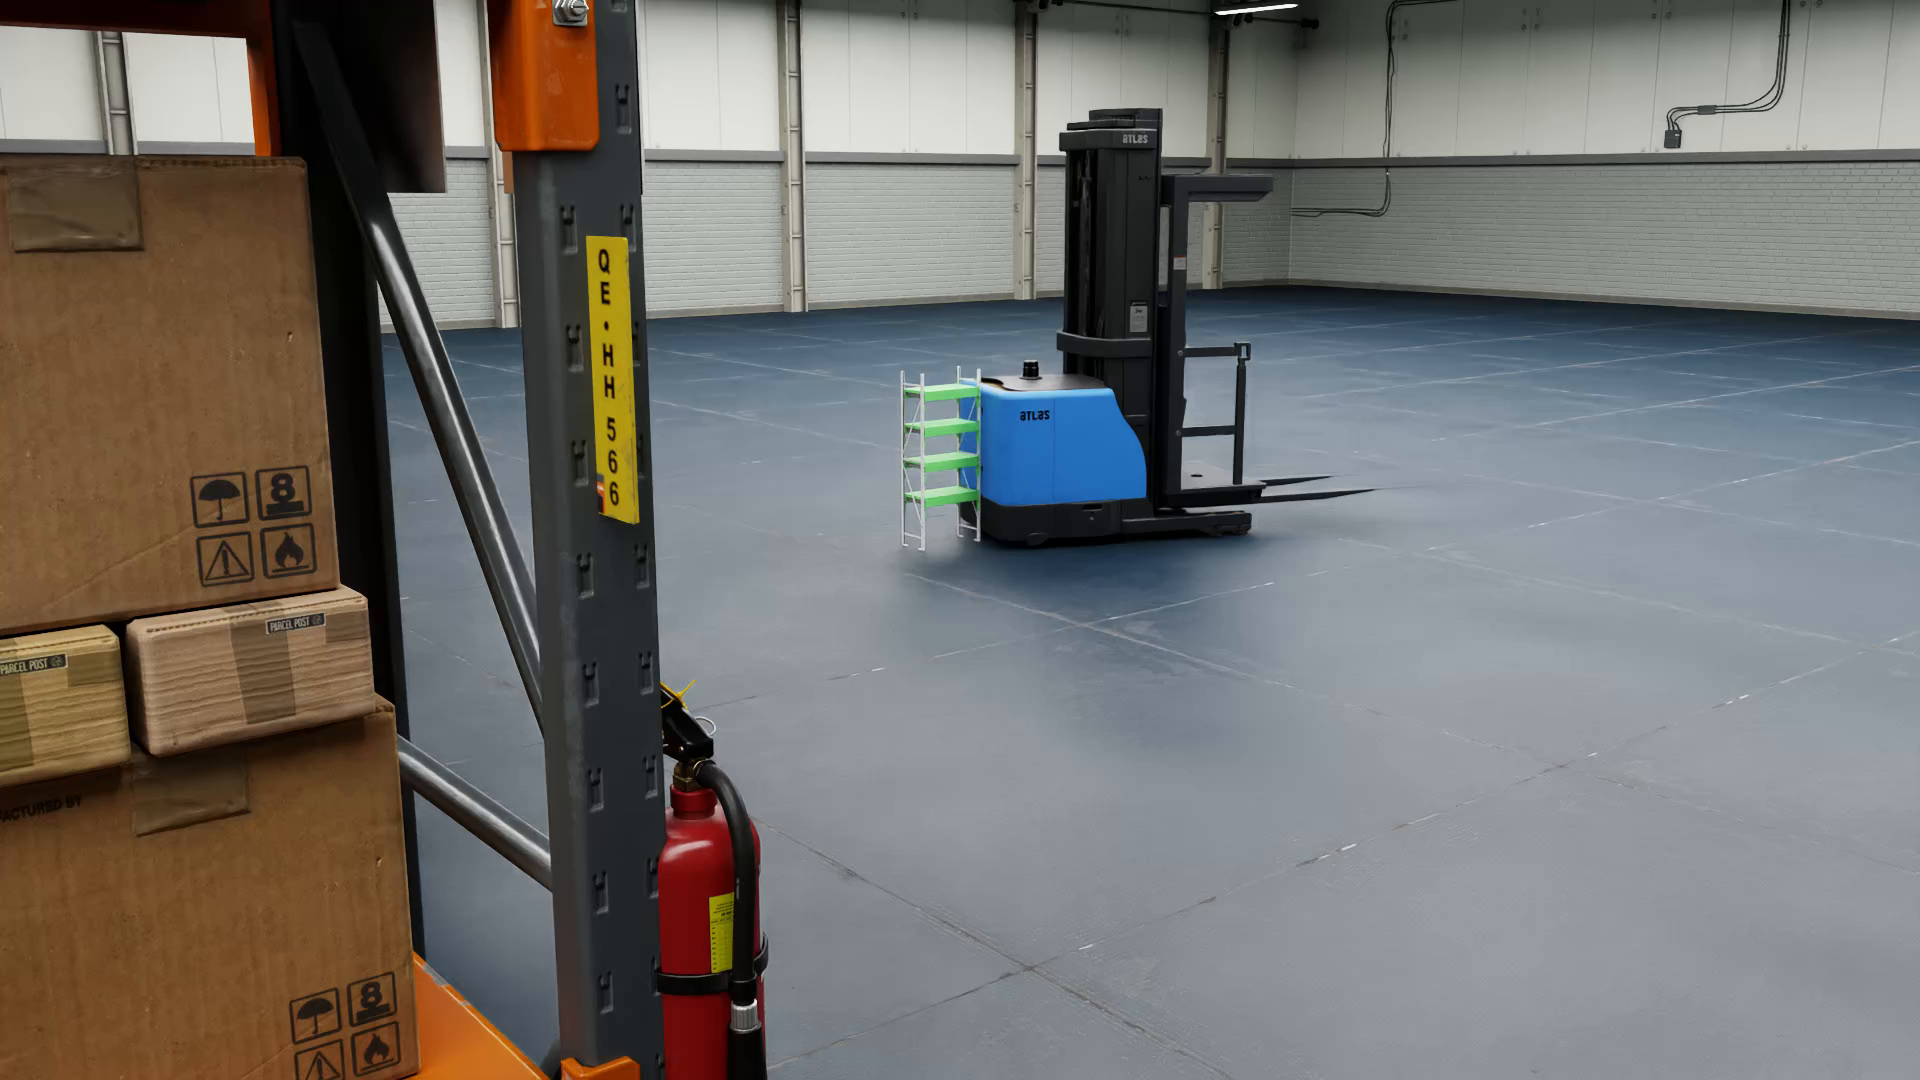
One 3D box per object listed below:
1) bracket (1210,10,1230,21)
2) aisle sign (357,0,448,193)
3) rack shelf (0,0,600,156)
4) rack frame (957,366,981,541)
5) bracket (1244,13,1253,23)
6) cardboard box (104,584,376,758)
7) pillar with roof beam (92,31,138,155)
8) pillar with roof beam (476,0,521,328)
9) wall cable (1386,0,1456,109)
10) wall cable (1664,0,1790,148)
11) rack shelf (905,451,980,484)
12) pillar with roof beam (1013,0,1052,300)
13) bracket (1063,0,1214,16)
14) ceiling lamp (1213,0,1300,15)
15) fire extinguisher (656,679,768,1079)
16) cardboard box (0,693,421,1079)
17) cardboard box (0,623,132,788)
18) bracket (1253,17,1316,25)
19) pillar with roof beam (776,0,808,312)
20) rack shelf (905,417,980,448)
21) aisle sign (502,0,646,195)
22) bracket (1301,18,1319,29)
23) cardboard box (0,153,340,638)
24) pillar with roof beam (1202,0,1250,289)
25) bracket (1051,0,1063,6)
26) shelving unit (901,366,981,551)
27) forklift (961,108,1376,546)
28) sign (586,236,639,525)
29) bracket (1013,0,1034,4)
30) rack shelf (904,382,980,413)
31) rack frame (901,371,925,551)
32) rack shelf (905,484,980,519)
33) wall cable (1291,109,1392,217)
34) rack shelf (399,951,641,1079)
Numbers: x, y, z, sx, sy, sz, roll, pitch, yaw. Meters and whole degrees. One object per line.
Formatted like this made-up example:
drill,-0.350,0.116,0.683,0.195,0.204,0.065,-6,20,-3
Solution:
bracket,6.006,-12.144,38.487,0.430,0.232,0.235,-9,15,-38
aisle sign,-0.870,-0.922,2.490,0.004,0.787,0.394,-9,15,-38
rack shelf,-2.292,-0.448,1.027,4.000,0.370,1.077,-9,15,-38
rack frame,0.061,-0.597,11.552,0.015,1.200,0.240,-9,15,-38
bracket,6.654,-12.251,38.994,0.430,0.232,0.235,-9,15,-38
cardboard box,-0.910,0.122,2.029,0.250,0.149,0.380,-10,15,-39
pillar with roof beam,-9.943,-6.682,21.431,0.400,9.000,9.100,-9,15,-38
pillar with roof beam,-5.258,-7.460,25.098,0.400,9.000,9.100,-9,15,-38
wall cable,10.925,-11.175,37.907,0.112,2.526,3.097,-9,15,-38
wall cable,15.153,-10.784,32.561,0.169,6.003,2.305,-9,15,-38
rack shelf,-0.129,-0.503,11.416,0.480,0.148,0.258,-9,15,-38
pillar with roof beam,4.113,-9.017,32.431,0.548,9.000,9.100,-9,15,-38
bracket,3.994,-11.809,36.912,4.783,0.066,0.076,-9,15,-38
ceiling lamp,6.058,-12.078,32.790,0.800,3.185,2.000,-9,15,-38
fire extinguisher,-0.348,0.506,2.211,0.183,0.674,0.296,-9,15,-38
cardboard box,-1.103,0.418,2.200,0.500,0.500,0.700,-9,15,-38
cardboard box,-1.113,0.157,1.868,0.250,0.149,0.380,-9,15,-36
bracket,8.044,-12.482,40.081,3.189,0.066,0.076,-9,15,-38
pillar with roof beam,-0.573,-8.239,28.764,0.400,9.000,9.100,-9,15,-38
rack shelf,-0.129,-0.738,11.366,0.480,0.148,0.258,-9,15,-38
aisle sign,-0.496,-0.824,2.031,0.004,0.787,0.394,-9,15,-38
bracket,8.505,-12.559,40.442,0.430,0.232,0.235,-9,15,-38
cardboard box,-1.144,-0.210,2.033,0.500,0.500,0.700,-9,15,-37
pillar with roof beam,8.798,-9.796,36.097,0.548,9.000,9.100,-9,15,-38
bracket,1.969,-11.473,35.328,0.430,0.232,0.235,-9,15,-38
shelving unit,-0.129,-0.565,11.403,0.503,1.200,0.258,-9,15,-38
forklift,1.549,-1.555,11.896,3.031,2.935,1.130,-4,13,-19
sign,-0.402,-0.184,1.918,0.005,0.325,0.100,-9,15,-38
bracket,1.321,-11.365,34.820,0.430,0.232,0.235,-9,15,-38
rack shelf,-0.129,-0.972,11.317,0.480,0.148,0.258,-9,15,-38
rack frame,-0.320,-0.534,11.254,0.015,1.200,0.240,-9,15,-38
rack shelf,-0.129,-0.268,11.466,0.480,0.148,0.258,-9,15,-38
wall cable,9.235,-9.143,40.498,0.112,2.526,3.097,-9,15,-38
rack shelf,-2.292,1.019,1.338,4.000,0.370,1.077,-9,15,-38
